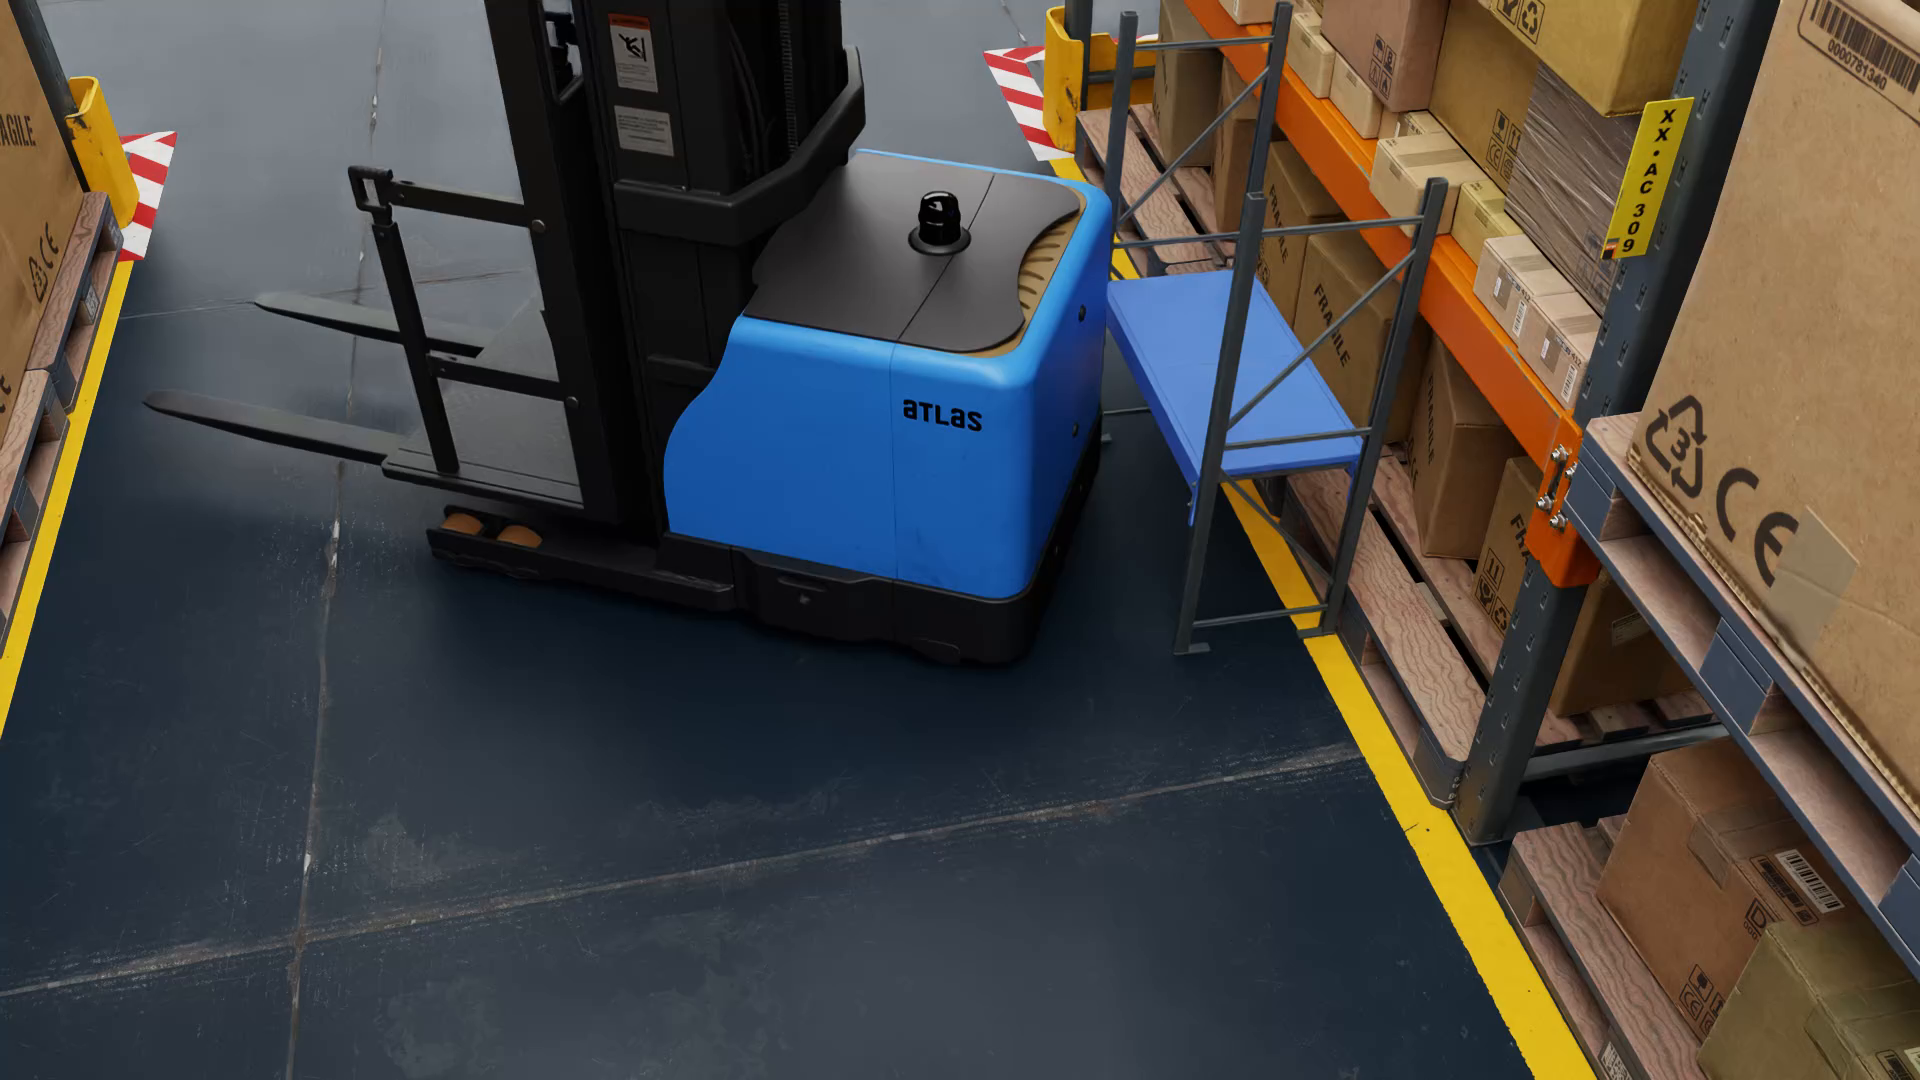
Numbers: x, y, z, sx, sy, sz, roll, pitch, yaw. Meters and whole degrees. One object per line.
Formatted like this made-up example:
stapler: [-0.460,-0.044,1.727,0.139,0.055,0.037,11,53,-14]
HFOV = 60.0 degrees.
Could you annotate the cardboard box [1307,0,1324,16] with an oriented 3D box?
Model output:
cardboard box: [1.421,-1.844,4.768,0.875,0.500,0.500,-8,42,-9]

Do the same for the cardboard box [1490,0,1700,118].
cardboard box: [1.440,-1.201,3.291,0.500,0.500,0.500,-8,42,-9]

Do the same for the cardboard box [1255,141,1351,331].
cardboard box: [1.340,-1.043,5.732,0.500,0.500,0.500,-5,42,-5]

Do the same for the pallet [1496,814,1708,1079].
pallet: [1.975,1.121,3.828,1.003,0.211,1.213,-8,42,-9]

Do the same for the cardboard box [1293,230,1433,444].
cardboard box: [1.417,-0.675,5.317,0.500,0.500,0.500,-12,43,-13]

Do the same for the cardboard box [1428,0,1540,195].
cardboard box: [1.695,-1.204,4.048,0.875,0.500,0.500,-8,42,-9]

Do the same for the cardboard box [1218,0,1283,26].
cardboard box: [1.000,-1.720,5.117,0.380,0.149,0.250,-8,42,-9]

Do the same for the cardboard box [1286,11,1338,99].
cardboard box: [1.163,-1.404,4.761,0.380,0.149,0.250,-8,42,-9]

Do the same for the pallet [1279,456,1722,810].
pallet: [1.626,0.187,4.881,1.003,0.211,1.213,-8,42,-9]

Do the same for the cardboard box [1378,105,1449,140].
cardboard box: [1.344,-1.090,4.408,0.380,0.149,0.250,-8,42,-9]

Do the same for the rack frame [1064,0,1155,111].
rack frame: [0.942,-3.019,6.391,1.000,3.000,0.127,-8,42,-9]

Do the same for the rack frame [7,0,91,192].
rack frame: [-3.923,-2.374,5.664,1.000,3.000,0.127,-8,42,-9]

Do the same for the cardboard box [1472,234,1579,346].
cardboard box: [1.427,-0.593,3.847,0.380,0.149,0.250,-8,42,-9]

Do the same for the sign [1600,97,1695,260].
sign: [1.277,-0.667,3.090,0.100,0.325,0.005,-8,42,-9]

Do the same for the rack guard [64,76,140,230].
rack guard: [-3.928,-1.454,6.512,1.175,0.500,0.348,-8,42,-9]

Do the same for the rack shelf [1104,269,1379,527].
rack shelf: [0.773,-0.459,4.893,0.538,0.185,1.000,-7,42,-11]

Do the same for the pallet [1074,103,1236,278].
pallet: [1.099,-1.395,6.663,1.003,0.211,1.213,-8,42,-9]

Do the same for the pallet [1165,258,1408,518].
pallet: [1.359,-0.606,5.773,1.003,0.211,1.213,-8,42,-9]

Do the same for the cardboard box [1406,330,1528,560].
cardboard box: [1.627,-0.283,4.876,0.500,0.500,0.500,4,42,4]

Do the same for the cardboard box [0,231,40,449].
cardboard box: [-3.520,-0.736,5.104,0.875,0.875,0.875,-9,42,-10]

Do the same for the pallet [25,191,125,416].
pallet: [-3.674,-0.824,6.019,1.003,0.211,1.213,-8,42,-9]

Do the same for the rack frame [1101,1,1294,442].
rack frame: [0.668,-0.924,5.145,0.500,1.500,0.032,-7,42,-11]

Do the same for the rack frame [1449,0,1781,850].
rack frame: [1.806,-0.426,3.470,1.000,3.000,0.127,-8,42,-9]

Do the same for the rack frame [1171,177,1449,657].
rack frame: [0.889,-0.264,4.404,0.500,1.500,0.032,-7,42,-11]

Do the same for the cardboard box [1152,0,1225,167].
cardboard box: [1.061,-1.834,6.623,0.500,0.500,0.500,-1,42,-1]

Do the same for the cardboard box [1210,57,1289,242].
cardboard box: [1.223,-1.451,6.192,0.500,0.500,0.500,2,42,2]

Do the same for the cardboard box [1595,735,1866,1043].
cardboard box: [1.917,0.745,3.702,0.700,0.500,0.500,-11,43,-13]

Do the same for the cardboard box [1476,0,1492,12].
cardboard box: [1.331,-1.525,3.656,0.500,0.500,0.500,-8,42,-9]

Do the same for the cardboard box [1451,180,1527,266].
cardboard box: [1.432,-0.763,4.040,0.380,0.149,0.250,-8,42,-9]

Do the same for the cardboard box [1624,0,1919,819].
cardboard box: [1.840,-0.272,2.529,1.000,1.000,1.000,-8,42,-9]

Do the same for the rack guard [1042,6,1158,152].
rack guard: [0.959,-2.035,7.166,1.175,0.500,0.348,-8,42,-9]

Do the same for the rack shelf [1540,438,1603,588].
rack shelf: [2.237,1.139,2.249,1.077,0.370,4.000,-8,42,-9]

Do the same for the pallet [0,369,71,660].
pallet: [-3.414,-0.034,5.130,1.003,0.211,1.213,-8,42,-9]

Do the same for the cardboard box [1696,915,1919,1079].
cardboard box: [2.002,1.057,3.351,0.700,0.500,0.500,-9,42,-10]

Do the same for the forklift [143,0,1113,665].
forklift: [-1.122,-1.299,4.505,3.031,2.935,1.130,11,43,13]

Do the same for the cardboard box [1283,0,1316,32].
cardboard box: [1.184,-1.577,4.956,0.380,0.149,0.250,-8,42,-9]

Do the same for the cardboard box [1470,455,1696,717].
cardboard box: [1.758,0.087,4.459,0.500,0.500,0.500,-10,42,-11]

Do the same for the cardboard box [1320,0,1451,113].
cardboard box: [1.489,-1.514,4.397,0.875,0.500,0.500,-8,42,-9]

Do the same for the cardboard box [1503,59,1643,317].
cardboard box: [1.769,-0.875,3.677,0.875,0.500,0.500,-8,42,-9]

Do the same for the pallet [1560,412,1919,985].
pallet: [1.829,0.162,2.952,1.003,0.211,1.213,-8,42,-9]

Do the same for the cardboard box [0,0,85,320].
cardboard box: [-3.712,-1.306,5.746,0.875,0.875,0.875,-8,42,-9]

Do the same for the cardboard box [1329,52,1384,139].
cardboard box: [1.251,-1.247,4.584,0.380,0.149,0.250,-8,42,-9]

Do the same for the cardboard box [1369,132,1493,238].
cardboard box: [1.269,-0.909,4.204,0.380,0.149,0.250,-8,42,-9]

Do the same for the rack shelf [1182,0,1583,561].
rack shelf: [1.374,-1.453,5.170,1.077,0.370,4.000,-8,42,-9]

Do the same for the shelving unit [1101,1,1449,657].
shelving unit: [0.779,-0.594,4.775,0.538,1.500,1.048,-7,42,-11]

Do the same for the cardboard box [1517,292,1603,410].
cardboard box: [1.472,-0.429,3.663,0.380,0.149,0.250,-8,42,-9]
